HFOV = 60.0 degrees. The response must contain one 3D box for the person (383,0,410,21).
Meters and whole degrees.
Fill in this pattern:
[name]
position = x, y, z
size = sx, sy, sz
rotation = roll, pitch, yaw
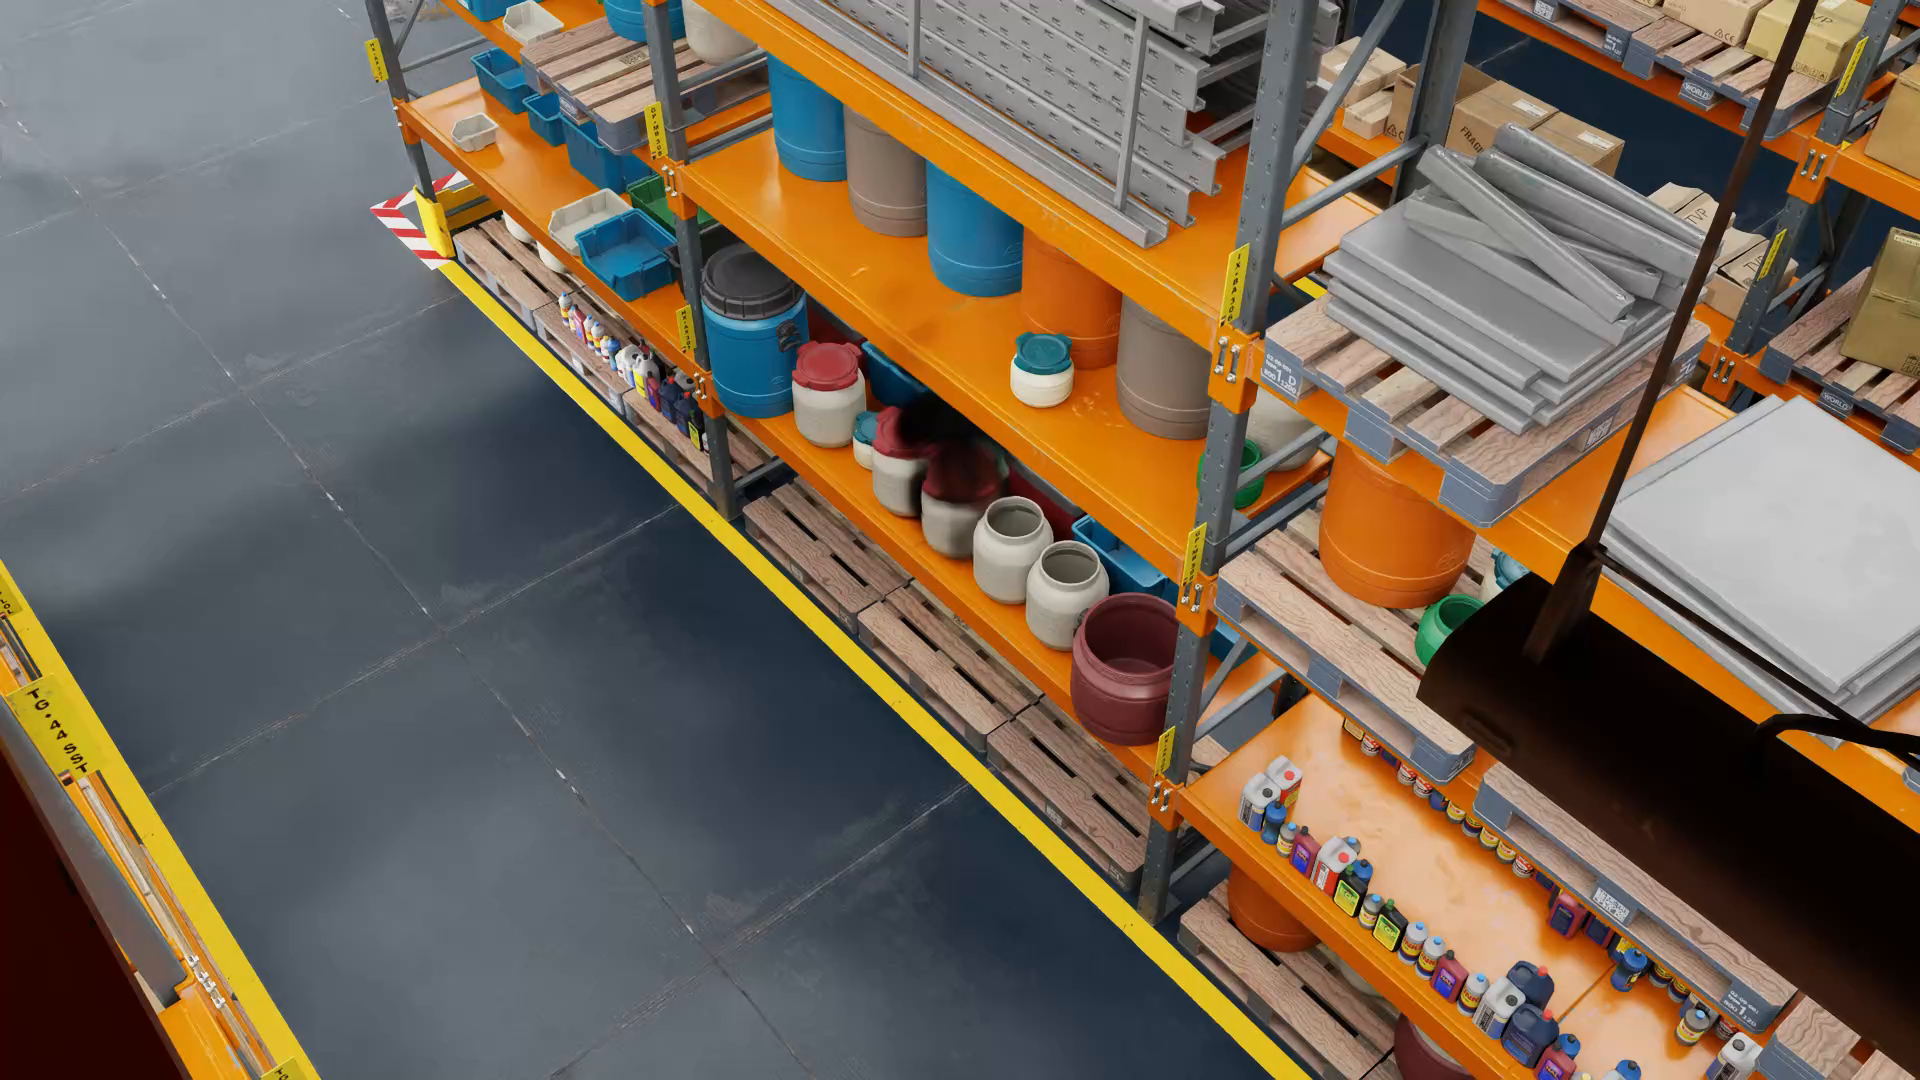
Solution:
[person]
position = -5.497, -5.487, 14.980
size = 0.675, 1.774, 0.645
rotation = -13, 48, -12
